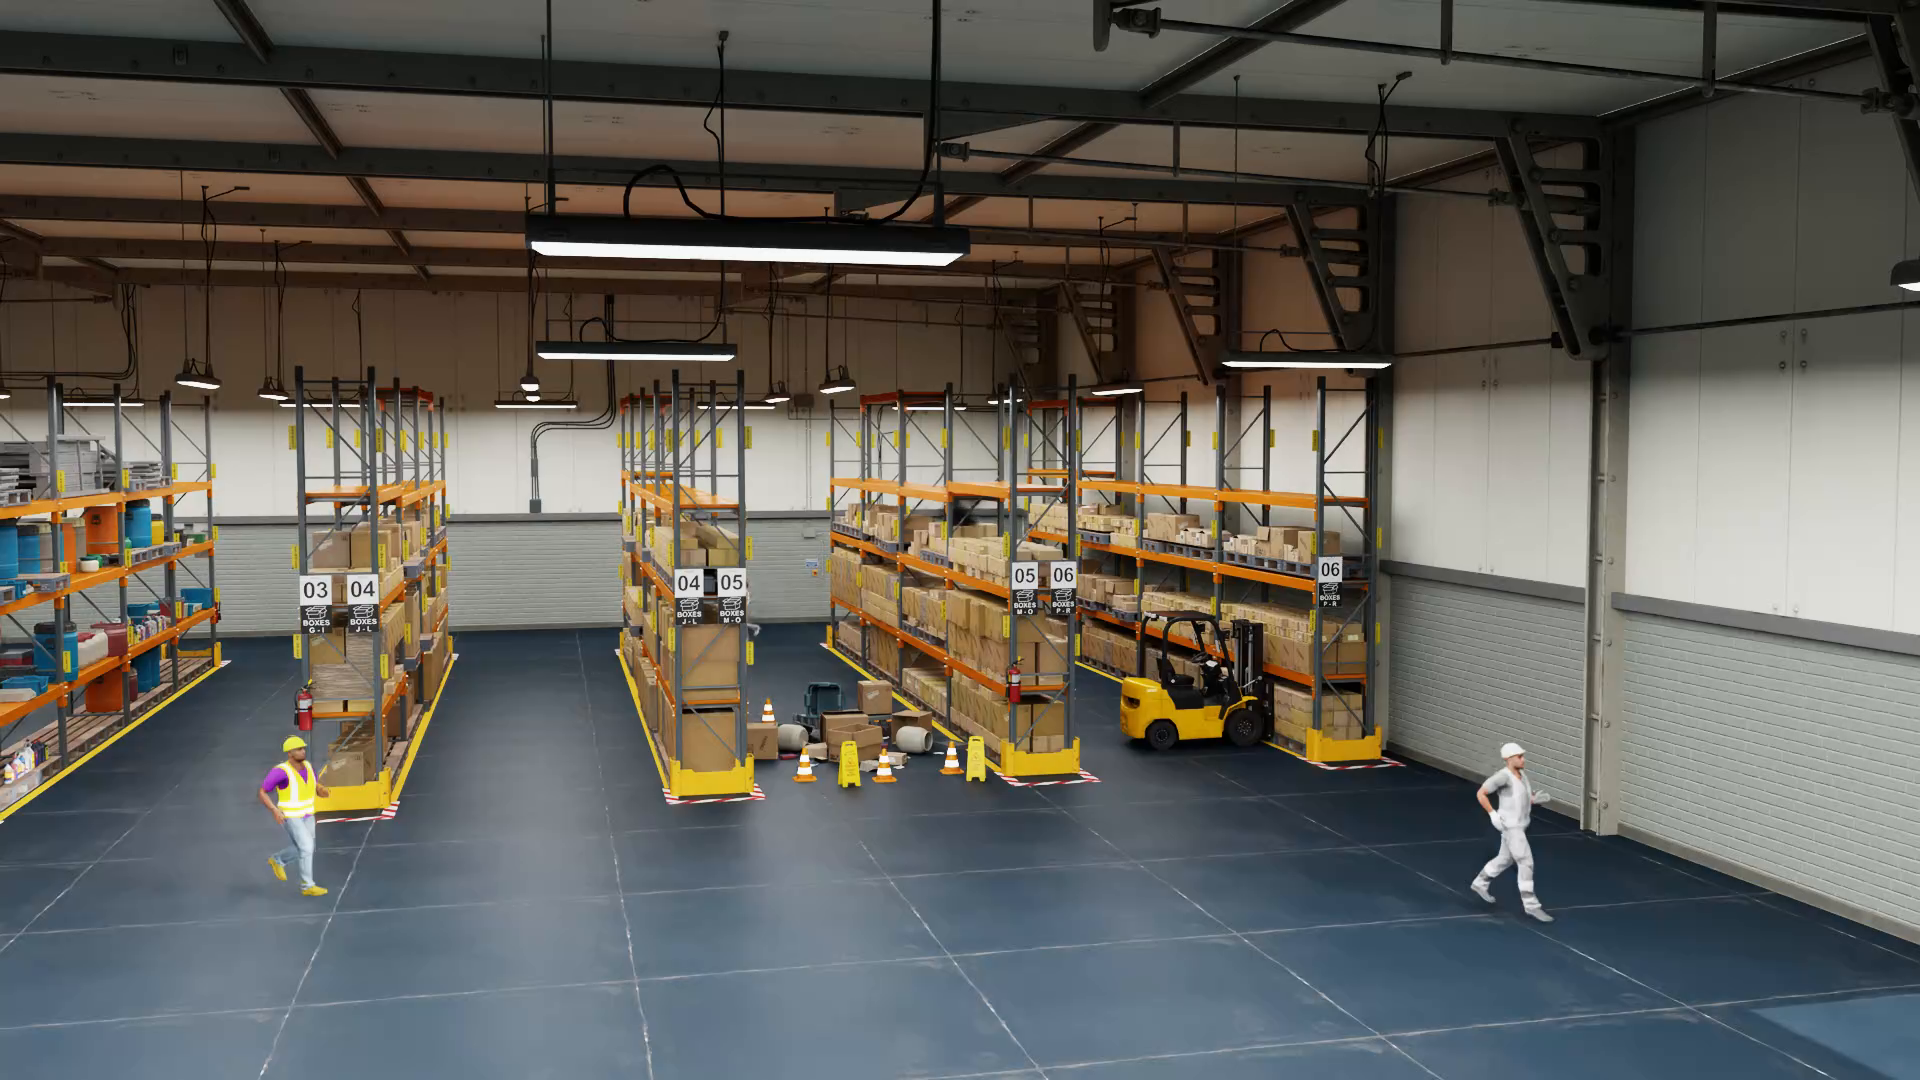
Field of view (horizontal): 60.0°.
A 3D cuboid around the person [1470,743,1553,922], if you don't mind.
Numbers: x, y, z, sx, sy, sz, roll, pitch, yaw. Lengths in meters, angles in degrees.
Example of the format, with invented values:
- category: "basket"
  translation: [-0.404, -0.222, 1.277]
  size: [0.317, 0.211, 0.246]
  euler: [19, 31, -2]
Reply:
- category: "person"
  translation: [5.820, 3.035, 17.514]
  size: [0.940, 1.805, 0.656]
  euler: [3, 4, 38]

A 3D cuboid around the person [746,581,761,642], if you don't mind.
- category: "person"
  translation: [-5.240, 1.779, 41.115]
  size: [0.615, 1.577, 0.566]
  euler: [0, 3, -7]

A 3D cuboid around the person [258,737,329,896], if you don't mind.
- category: "person"
  translation: [-7.343, 3.031, 18.325]
  size: [0.831, 1.742, 0.705]
  euler: [1, 4, 20]
